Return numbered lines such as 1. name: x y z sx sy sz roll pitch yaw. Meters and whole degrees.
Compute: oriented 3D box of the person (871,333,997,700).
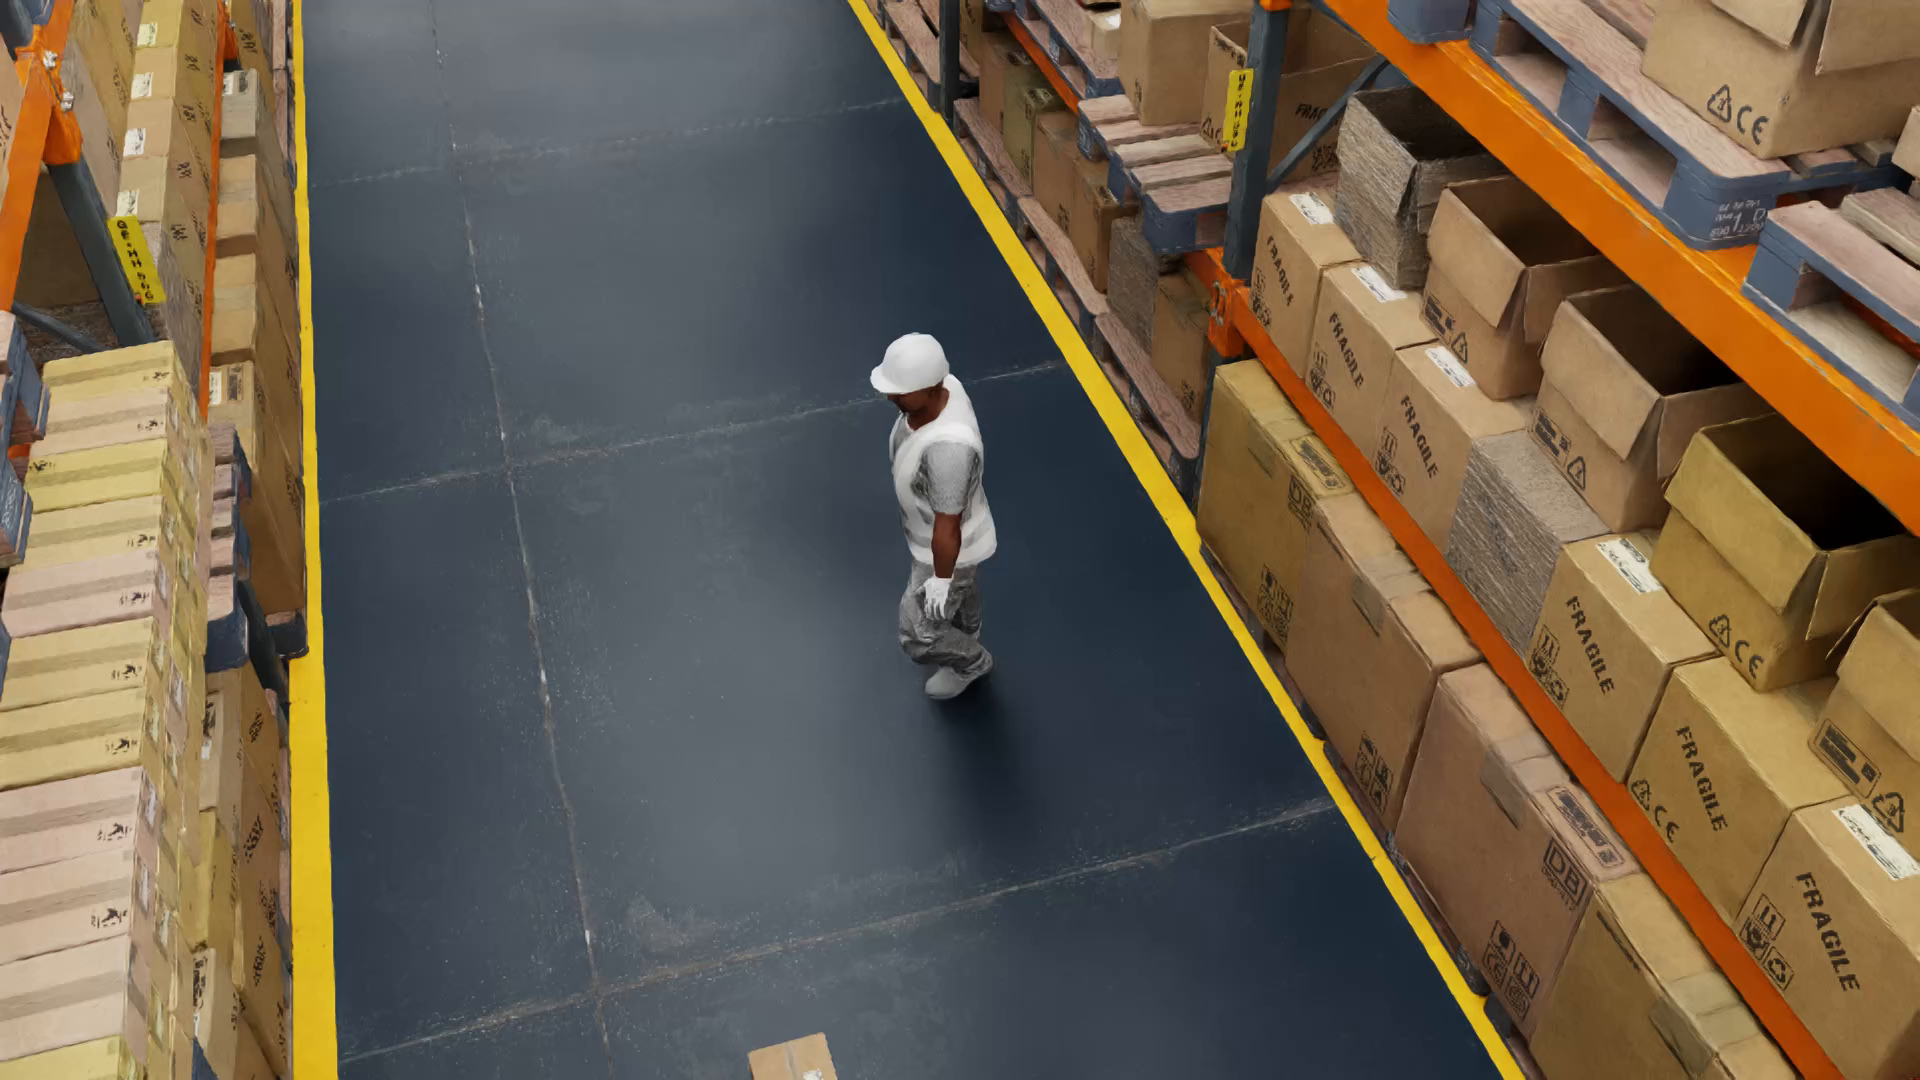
1. person: -0.088 -0.038 6.154 0.445 1.762 0.726 -7 42 -7
